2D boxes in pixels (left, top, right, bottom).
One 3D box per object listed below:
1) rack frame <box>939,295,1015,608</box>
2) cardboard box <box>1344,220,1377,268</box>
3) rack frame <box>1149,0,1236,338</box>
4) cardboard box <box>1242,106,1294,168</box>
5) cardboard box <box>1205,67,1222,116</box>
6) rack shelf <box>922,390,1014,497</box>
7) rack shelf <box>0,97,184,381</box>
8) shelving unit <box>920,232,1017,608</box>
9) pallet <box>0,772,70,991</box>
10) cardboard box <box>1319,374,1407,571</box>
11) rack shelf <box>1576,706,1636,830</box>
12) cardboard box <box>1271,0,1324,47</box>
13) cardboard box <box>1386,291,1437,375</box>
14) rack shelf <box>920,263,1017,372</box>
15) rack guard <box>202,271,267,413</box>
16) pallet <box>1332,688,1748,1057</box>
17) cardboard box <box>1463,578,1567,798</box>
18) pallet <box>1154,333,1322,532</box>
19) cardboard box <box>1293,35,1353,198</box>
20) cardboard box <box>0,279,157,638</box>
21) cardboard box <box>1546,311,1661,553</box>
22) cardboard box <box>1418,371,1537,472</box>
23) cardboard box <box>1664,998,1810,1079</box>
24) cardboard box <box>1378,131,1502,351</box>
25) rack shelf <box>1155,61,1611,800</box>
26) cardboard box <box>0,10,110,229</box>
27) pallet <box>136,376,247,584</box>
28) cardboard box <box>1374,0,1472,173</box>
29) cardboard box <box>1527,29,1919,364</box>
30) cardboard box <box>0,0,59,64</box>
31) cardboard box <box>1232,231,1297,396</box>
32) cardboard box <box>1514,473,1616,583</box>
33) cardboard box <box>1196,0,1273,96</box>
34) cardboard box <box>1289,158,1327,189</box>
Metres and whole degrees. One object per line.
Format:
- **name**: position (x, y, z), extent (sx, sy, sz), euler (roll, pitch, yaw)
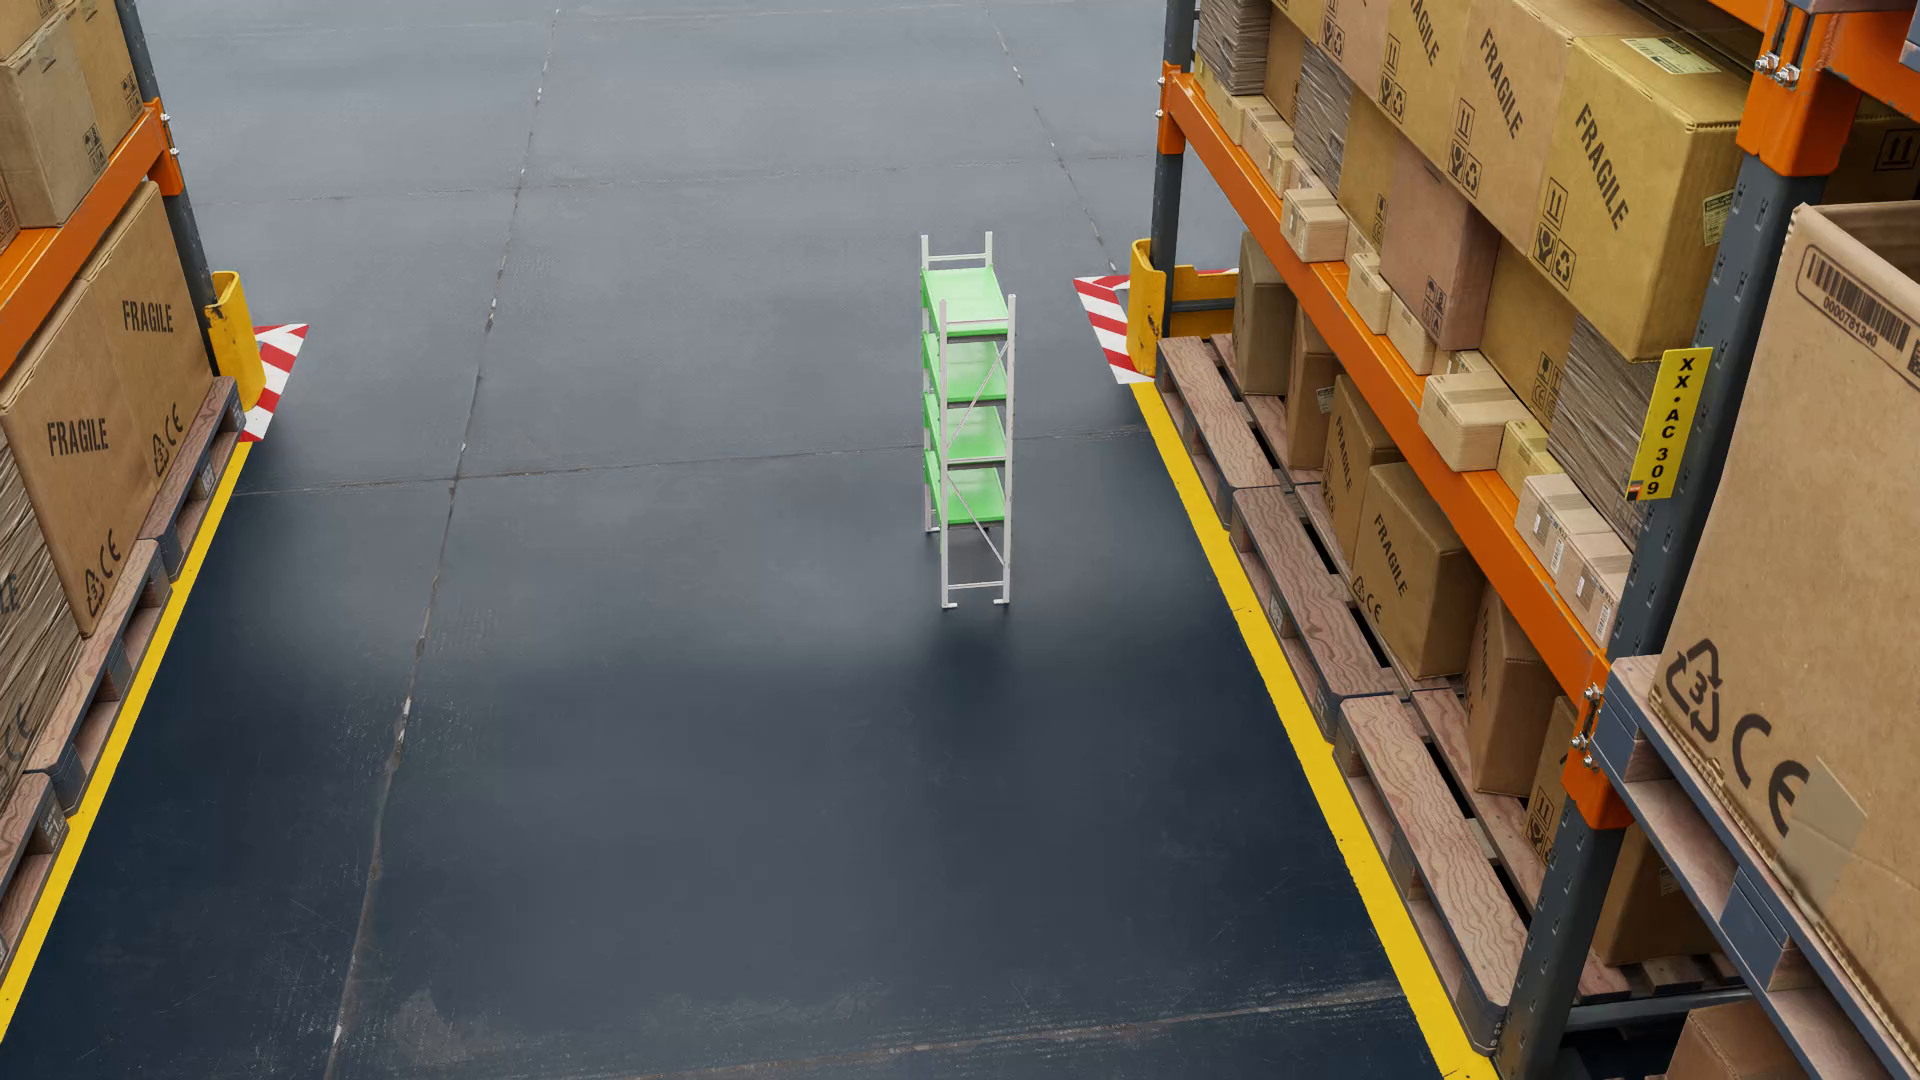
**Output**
- **rack frame**: position (0.055, -0.267, 5.577), extent (0.240, 1.200, 0.015), euler (-4, 35, -6)
- **cardboard box**: position (1.408, -0.880, 5.100), extent (0.380, 0.149, 0.250), euler (-4, 35, -6)
- **rack frame**: position (1.335, -2.134, 6.718), extent (1.000, 3.000, 0.127), euler (-4, 35, -6)
- **cardboard box**: position (1.225, -1.434, 5.914), extent (0.380, 0.149, 0.250), euler (-4, 35, -6)
- **cardboard box**: position (1.152, -1.713, 6.322), extent (0.380, 0.149, 0.250), euler (-4, 35, -6)
- **rack shelf**: position (0.022, -0.351, 5.813), extent (0.258, 0.148, 0.480), euler (-4, 35, -6)
- **rack shelf**: position (-3.324, -0.402, 4.815), extent (1.077, 0.370, 4.000), euler (-4, 35, -6)
- **shelving unit**: position (0.022, -0.403, 5.777), extent (0.258, 1.200, 0.503), euler (-4, 35, -6)
- **pallet**: position (-3.080, 1.139, 4.391), extent (1.003, 0.211, 1.213), euler (-4, 35, -6)
- **cardboard box**: position (1.582, -0.243, 5.790), extent (0.500, 0.500, 0.500), euler (-1, 34, -2)
- **rack shelf**: position (2.142, 1.511, 2.008), extent (1.077, 0.370, 4.000), euler (-4, 35, -6)
- **cardboard box**: position (1.268, -1.826, 5.025), extent (0.500, 0.500, 0.500), euler (-4, 35, -6)
- **cardboard box**: position (1.434, -0.597, 4.686), extent (0.380, 0.149, 0.250), euler (-4, 35, -6)
- **rack shelf**: position (0.022, -0.747, 5.542), extent (0.258, 0.148, 0.480), euler (-4, 35, -6)
- **rack guard**: position (-3.597, -0.796, 6.974), extent (1.175, 0.500, 0.348), euler (-4, 35, -6)
- **pallet**: position (1.748, 0.878, 4.774), extent (1.003, 0.211, 1.213), euler (-4, 35, -6)
- **cardboard box**: position (1.774, 0.412, 4.829), extent (0.500, 0.500, 0.500), euler (6, 35, 9)
- **pallet**: position (1.420, -0.484, 6.772), extent (1.003, 0.211, 1.213), euler (-4, 35, -6)
- **cardboard box**: position (1.593, -1.437, 5.343), extent (0.875, 0.500, 0.500), euler (-4, 35, -6)
- **cardboard box**: position (-3.316, -0.246, 5.462), extent (0.875, 0.875, 0.875), euler (-5, 35, -7)
- **cardboard box**: position (1.874, -0.322, 3.706), extent (0.875, 0.500, 0.500), euler (-4, 35, -6)
- **cardboard box**: position (1.411, -0.312, 4.267), extent (0.380, 0.149, 0.250), euler (-4, 35, -6)
- **cardboard box**: position (1.934, 1.293, 3.518), extent (0.700, 0.500, 0.500), euler (-7, 35, -10)
- **cardboard box**: position (1.675, -0.875, 4.518), extent (0.875, 0.500, 0.500), euler (-4, 35, -6)
- **rack shelf**: position (1.604, -0.721, 5.283), extent (1.077, 0.370, 4.000), euler (-4, 35, -6)
- **cardboard box**: position (-3.403, -1.368, 5.461), extent (0.875, 0.550, 0.550), euler (-4, 35, -6)
- **pallet**: position (-3.408, -0.223, 6.389), extent (1.003, 0.211, 1.213), euler (-4, 35, -6)
- **cardboard box**: position (1.405, -1.268, 4.206), extent (0.500, 0.500, 0.500), euler (-4, 35, -6)
- **cardboard box**: position (1.540, -0.710, 3.387), extent (0.500, 0.500, 0.500), euler (-4, 35, -6)
- **cardboard box**: position (-3.416, -1.813, 5.155), extent (0.875, 0.550, 0.550), euler (-4, 35, -6)
- **cardboard box**: position (1.403, -0.925, 6.791), extent (0.500, 0.500, 0.500), euler (2, 34, 2)
- **cardboard box**: position (1.529, -0.036, 3.863), extent (0.380, 0.149, 0.250), euler (-4, 35, -6)
- **cardboard box**: position (1.382, -1.990, 6.153), extent (0.875, 0.500, 0.500), euler (-4, 35, -6)
- **cardboard box**: position (1.312, -1.156, 5.506), extent (0.380, 0.149, 0.250), euler (-4, 35, -6)
